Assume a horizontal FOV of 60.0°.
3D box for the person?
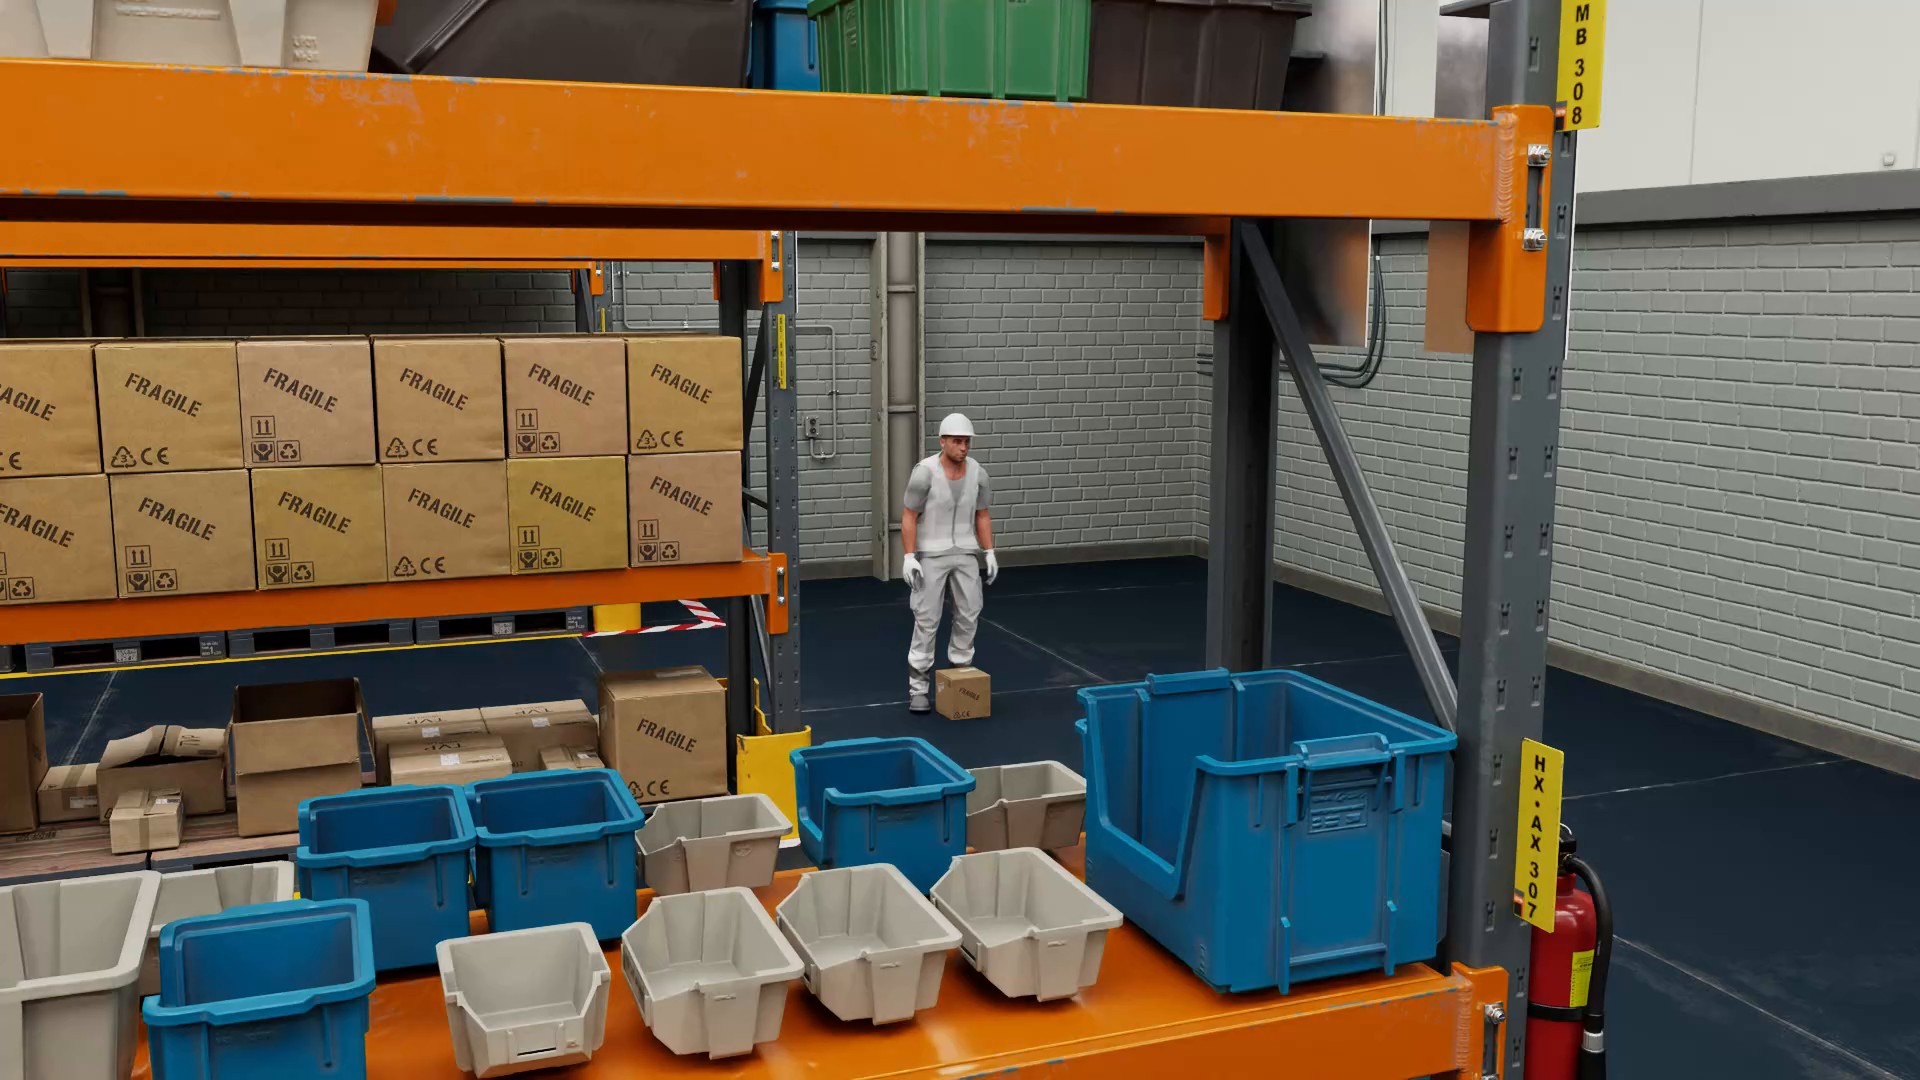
[{"bbox_3d":[-0.063,0.125,9.989,0.623,1.780,0.446,-4,10,-23],"label":"person"}]
